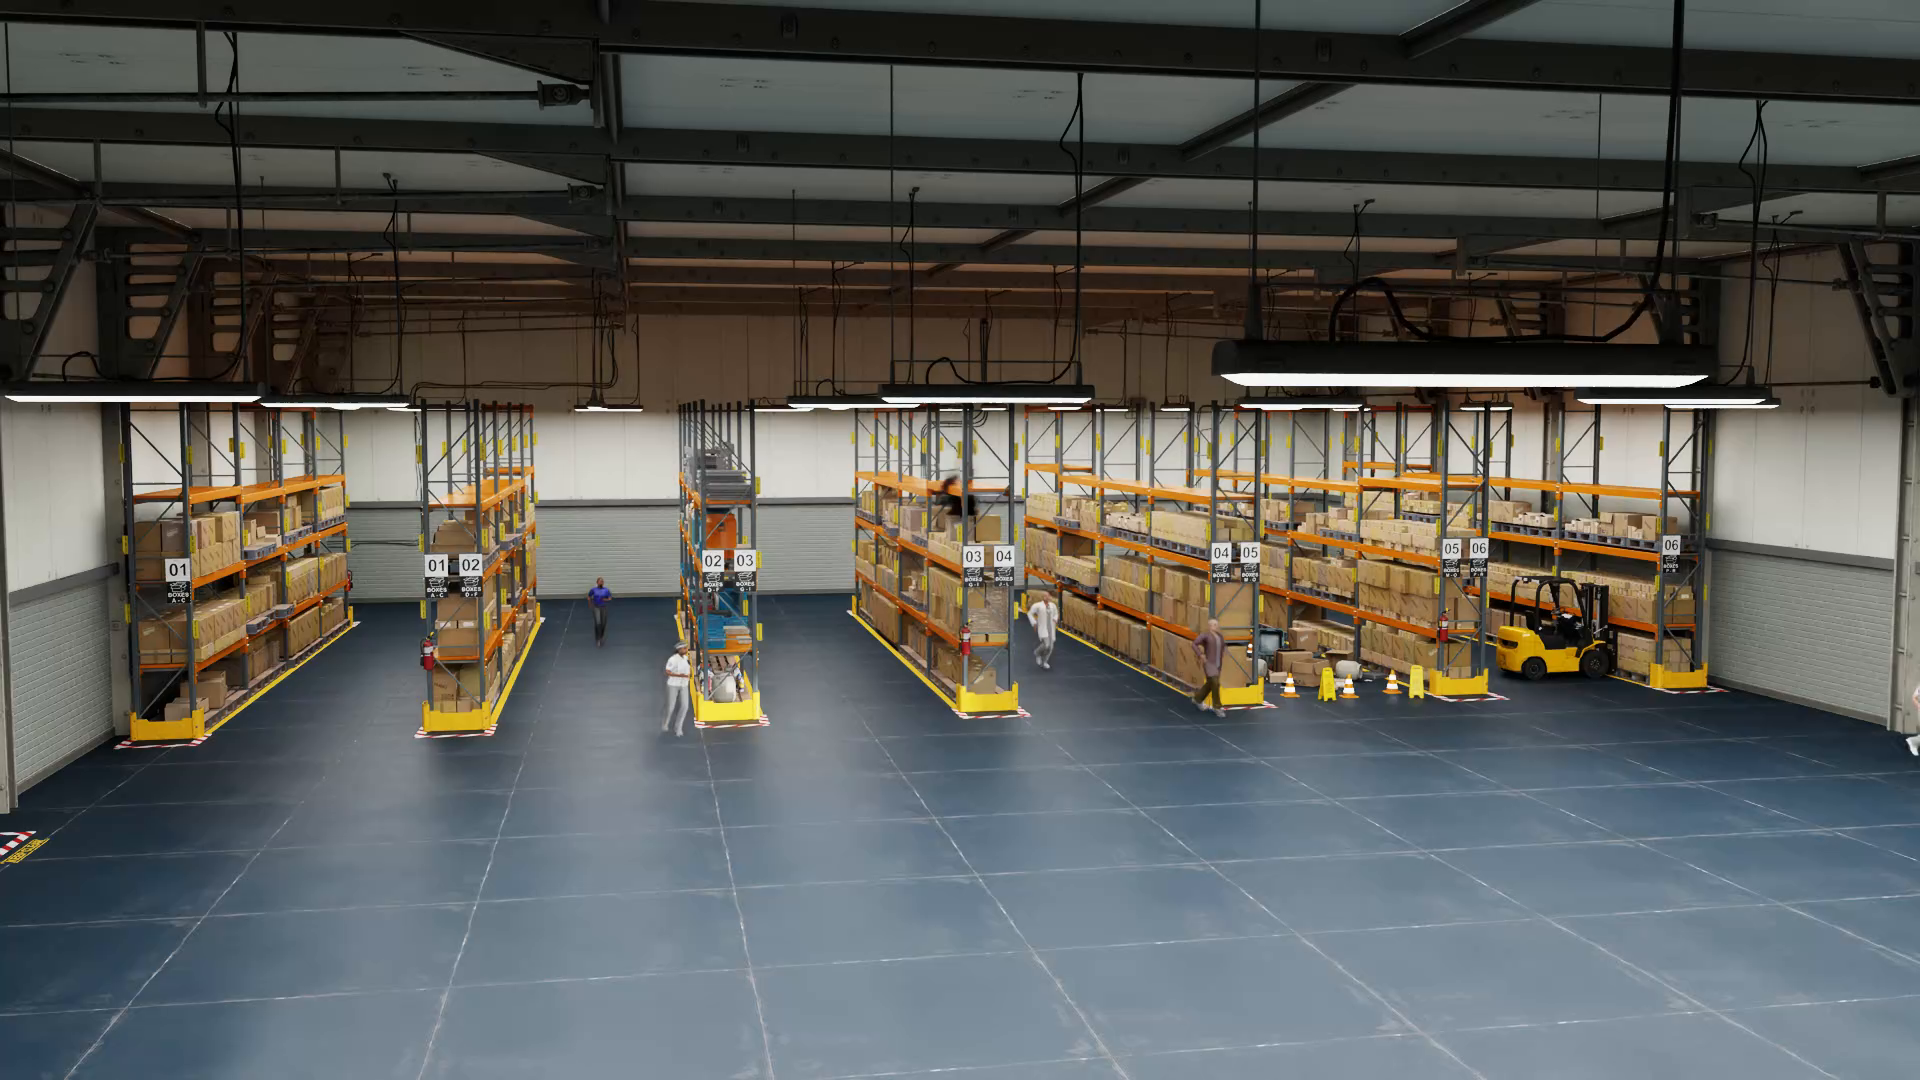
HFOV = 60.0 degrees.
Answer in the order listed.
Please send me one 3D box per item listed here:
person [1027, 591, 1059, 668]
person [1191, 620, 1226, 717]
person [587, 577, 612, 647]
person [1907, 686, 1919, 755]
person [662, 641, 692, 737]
[{"bbox_3d":[1.947,2.028,37.439,0.699,1.736,0.617,-2,5,-26],"label":"person"},{"bbox_3d":[4.830,2.483,31.838,0.738,1.757,0.898,-3,6,-39],"label":"person"},{"bbox_3d":[-8.942,1.783,41.313,0.545,1.720,0.770,-2,5,-22],"label":"person"},{"bbox_3d":[15.711,2.879,26.992,0.565,1.649,0.747,-2,5,-26],"label":"person"},{"bbox_3d":[-5.027,2.655,29.886,0.590,1.677,0.690,-3,5,-36],"label":"person"}]
